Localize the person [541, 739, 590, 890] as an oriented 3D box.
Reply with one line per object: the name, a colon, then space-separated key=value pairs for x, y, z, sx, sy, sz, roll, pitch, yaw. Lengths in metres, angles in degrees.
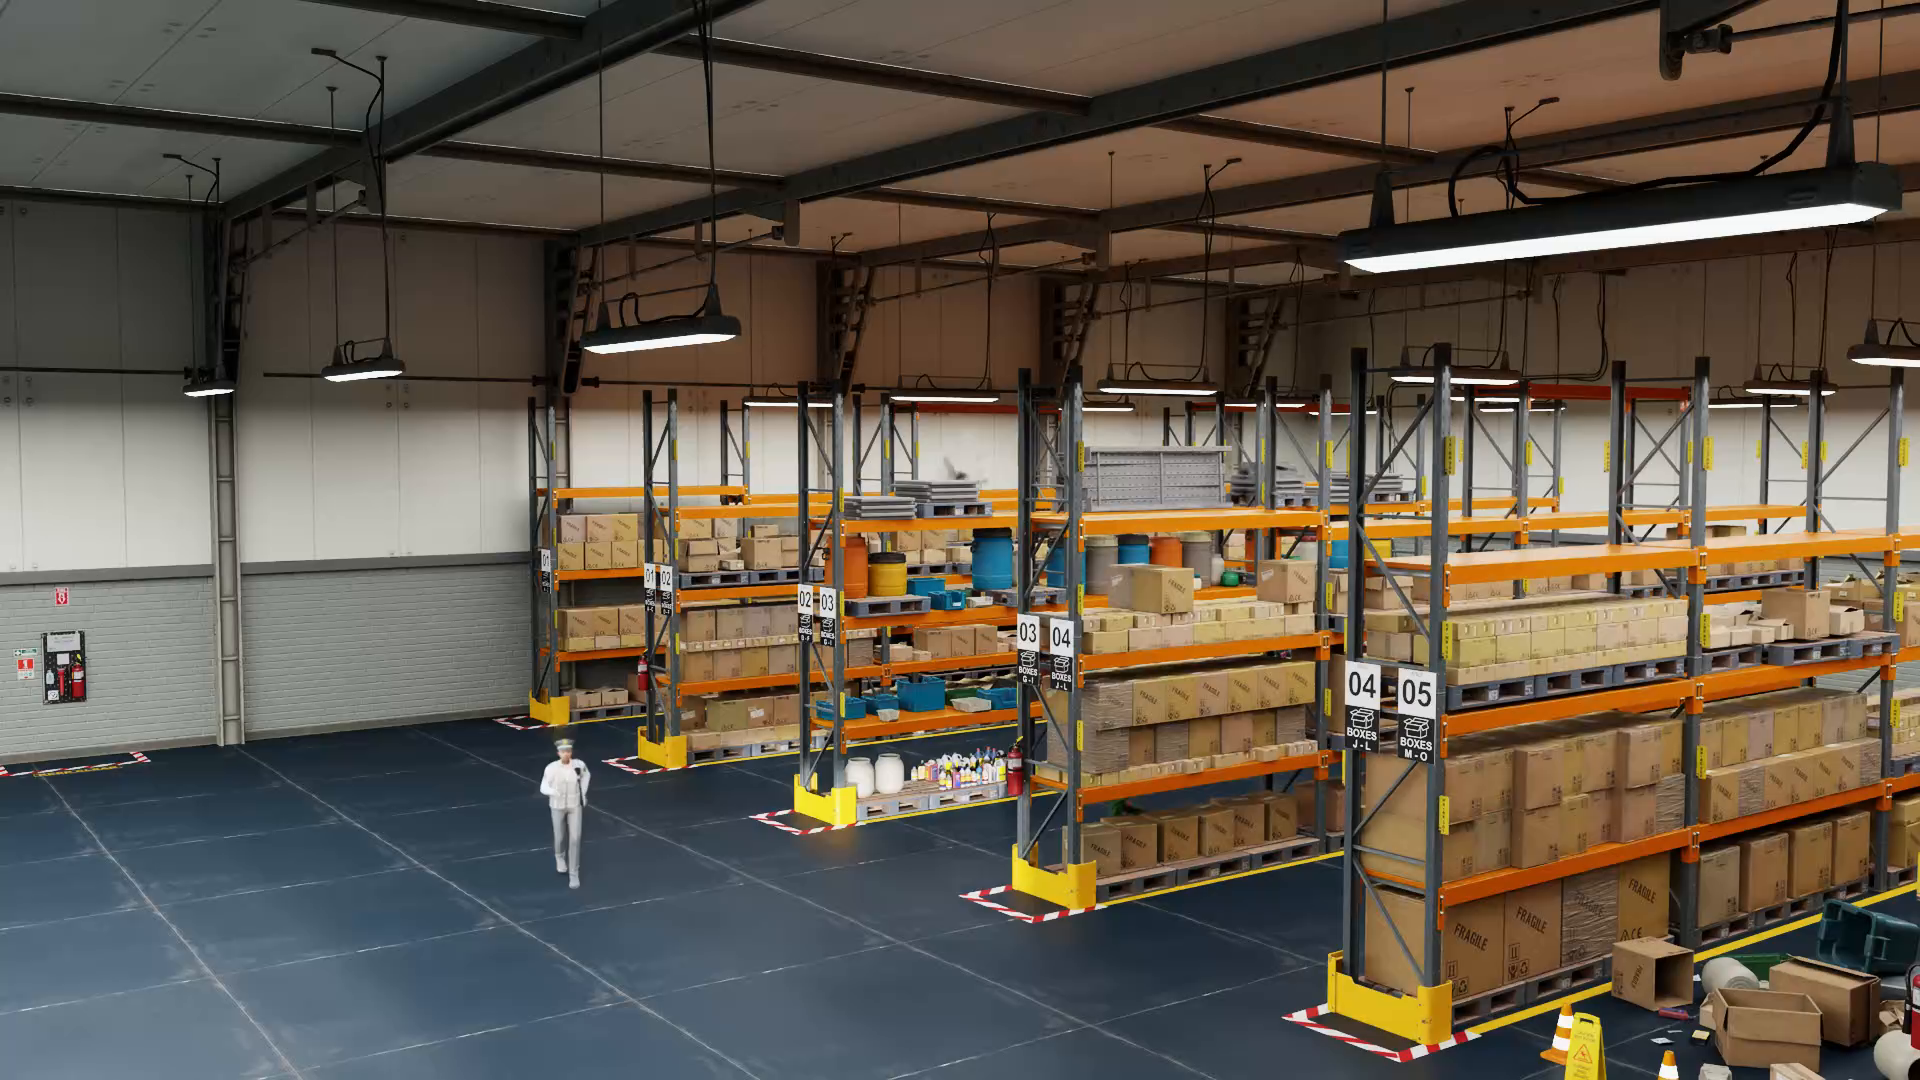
person: x=-4.628 y=3.156 z=19.531 sx=0.574 sy=1.707 sz=0.896 roll=-1 pitch=3 yaw=-15

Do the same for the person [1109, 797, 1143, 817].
person: x=2.107 y=3.015 z=21.391 sx=0.888 sy=1.769 sz=0.655 roll=-3 pitch=5 yaw=-45
